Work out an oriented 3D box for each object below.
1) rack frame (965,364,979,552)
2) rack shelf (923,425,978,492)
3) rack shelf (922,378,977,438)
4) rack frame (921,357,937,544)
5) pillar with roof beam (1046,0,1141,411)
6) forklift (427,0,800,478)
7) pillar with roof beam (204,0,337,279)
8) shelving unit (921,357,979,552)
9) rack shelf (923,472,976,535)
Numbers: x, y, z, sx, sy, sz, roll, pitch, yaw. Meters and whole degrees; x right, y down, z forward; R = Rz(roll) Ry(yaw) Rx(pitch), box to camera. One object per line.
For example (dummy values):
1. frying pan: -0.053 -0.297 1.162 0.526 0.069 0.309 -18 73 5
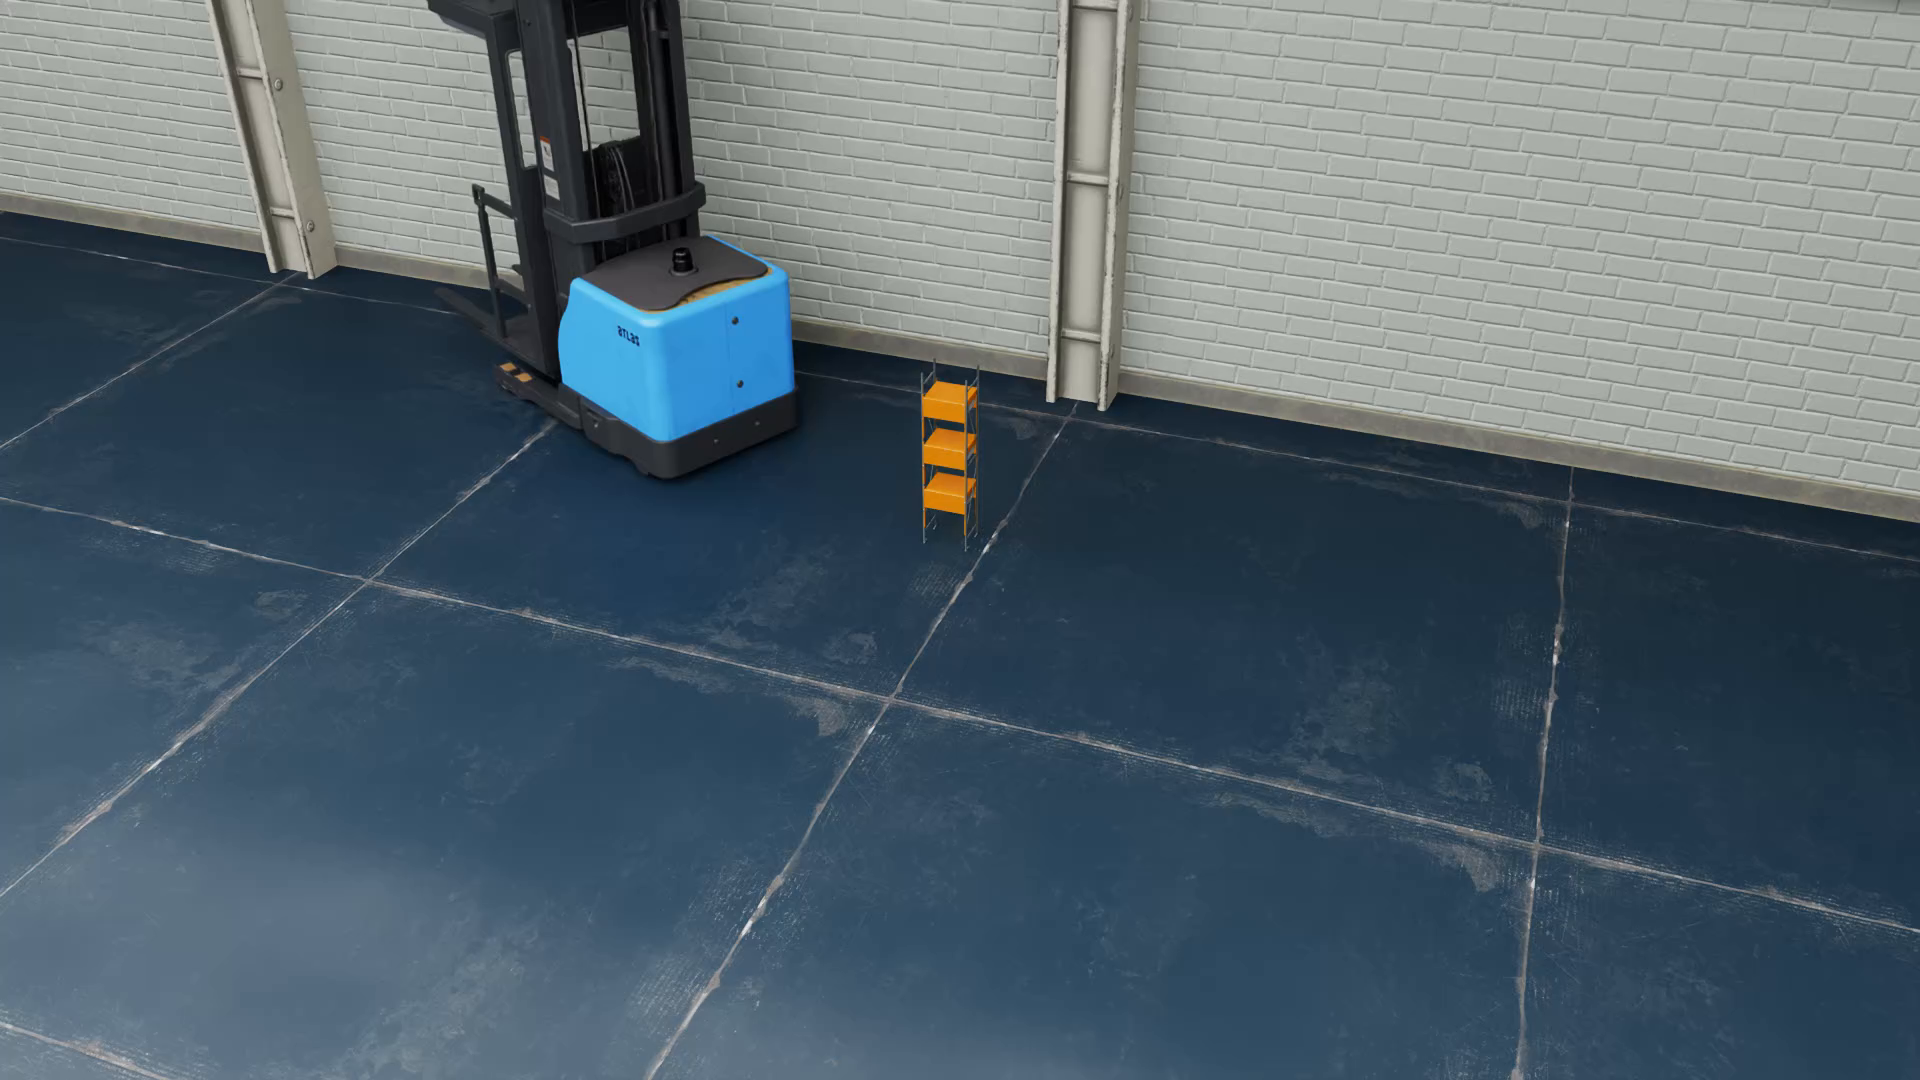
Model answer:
1. rack frame: 0.064 -0.429 8.914 0.008 1.050 0.200 11 34 16
2. rack shelf: -0.050 -0.442 8.954 0.240 0.259 0.215 11 34 16
3. rack shelf: -0.050 -0.680 8.800 0.240 0.259 0.215 11 34 16
4. rack frame: -0.165 -0.473 8.983 0.008 1.050 0.200 11 34 16
5. pillar with roof beam: -0.668 -2.508 4.806 0.400 9.000 9.100 11 34 16
6. forklift: -2.358 -2.296 10.073 1.130 2.935 3.031 -27 42 -35
7. pillar with roof beam: -6.316 -3.606 6.507 0.400 9.000 9.100 11 34 16
8. shelving unit: -0.050 -0.451 8.948 0.252 1.050 0.215 11 34 16
9. rack shelf: -0.050 -0.208 9.105 0.240 0.259 0.215 11 34 16
